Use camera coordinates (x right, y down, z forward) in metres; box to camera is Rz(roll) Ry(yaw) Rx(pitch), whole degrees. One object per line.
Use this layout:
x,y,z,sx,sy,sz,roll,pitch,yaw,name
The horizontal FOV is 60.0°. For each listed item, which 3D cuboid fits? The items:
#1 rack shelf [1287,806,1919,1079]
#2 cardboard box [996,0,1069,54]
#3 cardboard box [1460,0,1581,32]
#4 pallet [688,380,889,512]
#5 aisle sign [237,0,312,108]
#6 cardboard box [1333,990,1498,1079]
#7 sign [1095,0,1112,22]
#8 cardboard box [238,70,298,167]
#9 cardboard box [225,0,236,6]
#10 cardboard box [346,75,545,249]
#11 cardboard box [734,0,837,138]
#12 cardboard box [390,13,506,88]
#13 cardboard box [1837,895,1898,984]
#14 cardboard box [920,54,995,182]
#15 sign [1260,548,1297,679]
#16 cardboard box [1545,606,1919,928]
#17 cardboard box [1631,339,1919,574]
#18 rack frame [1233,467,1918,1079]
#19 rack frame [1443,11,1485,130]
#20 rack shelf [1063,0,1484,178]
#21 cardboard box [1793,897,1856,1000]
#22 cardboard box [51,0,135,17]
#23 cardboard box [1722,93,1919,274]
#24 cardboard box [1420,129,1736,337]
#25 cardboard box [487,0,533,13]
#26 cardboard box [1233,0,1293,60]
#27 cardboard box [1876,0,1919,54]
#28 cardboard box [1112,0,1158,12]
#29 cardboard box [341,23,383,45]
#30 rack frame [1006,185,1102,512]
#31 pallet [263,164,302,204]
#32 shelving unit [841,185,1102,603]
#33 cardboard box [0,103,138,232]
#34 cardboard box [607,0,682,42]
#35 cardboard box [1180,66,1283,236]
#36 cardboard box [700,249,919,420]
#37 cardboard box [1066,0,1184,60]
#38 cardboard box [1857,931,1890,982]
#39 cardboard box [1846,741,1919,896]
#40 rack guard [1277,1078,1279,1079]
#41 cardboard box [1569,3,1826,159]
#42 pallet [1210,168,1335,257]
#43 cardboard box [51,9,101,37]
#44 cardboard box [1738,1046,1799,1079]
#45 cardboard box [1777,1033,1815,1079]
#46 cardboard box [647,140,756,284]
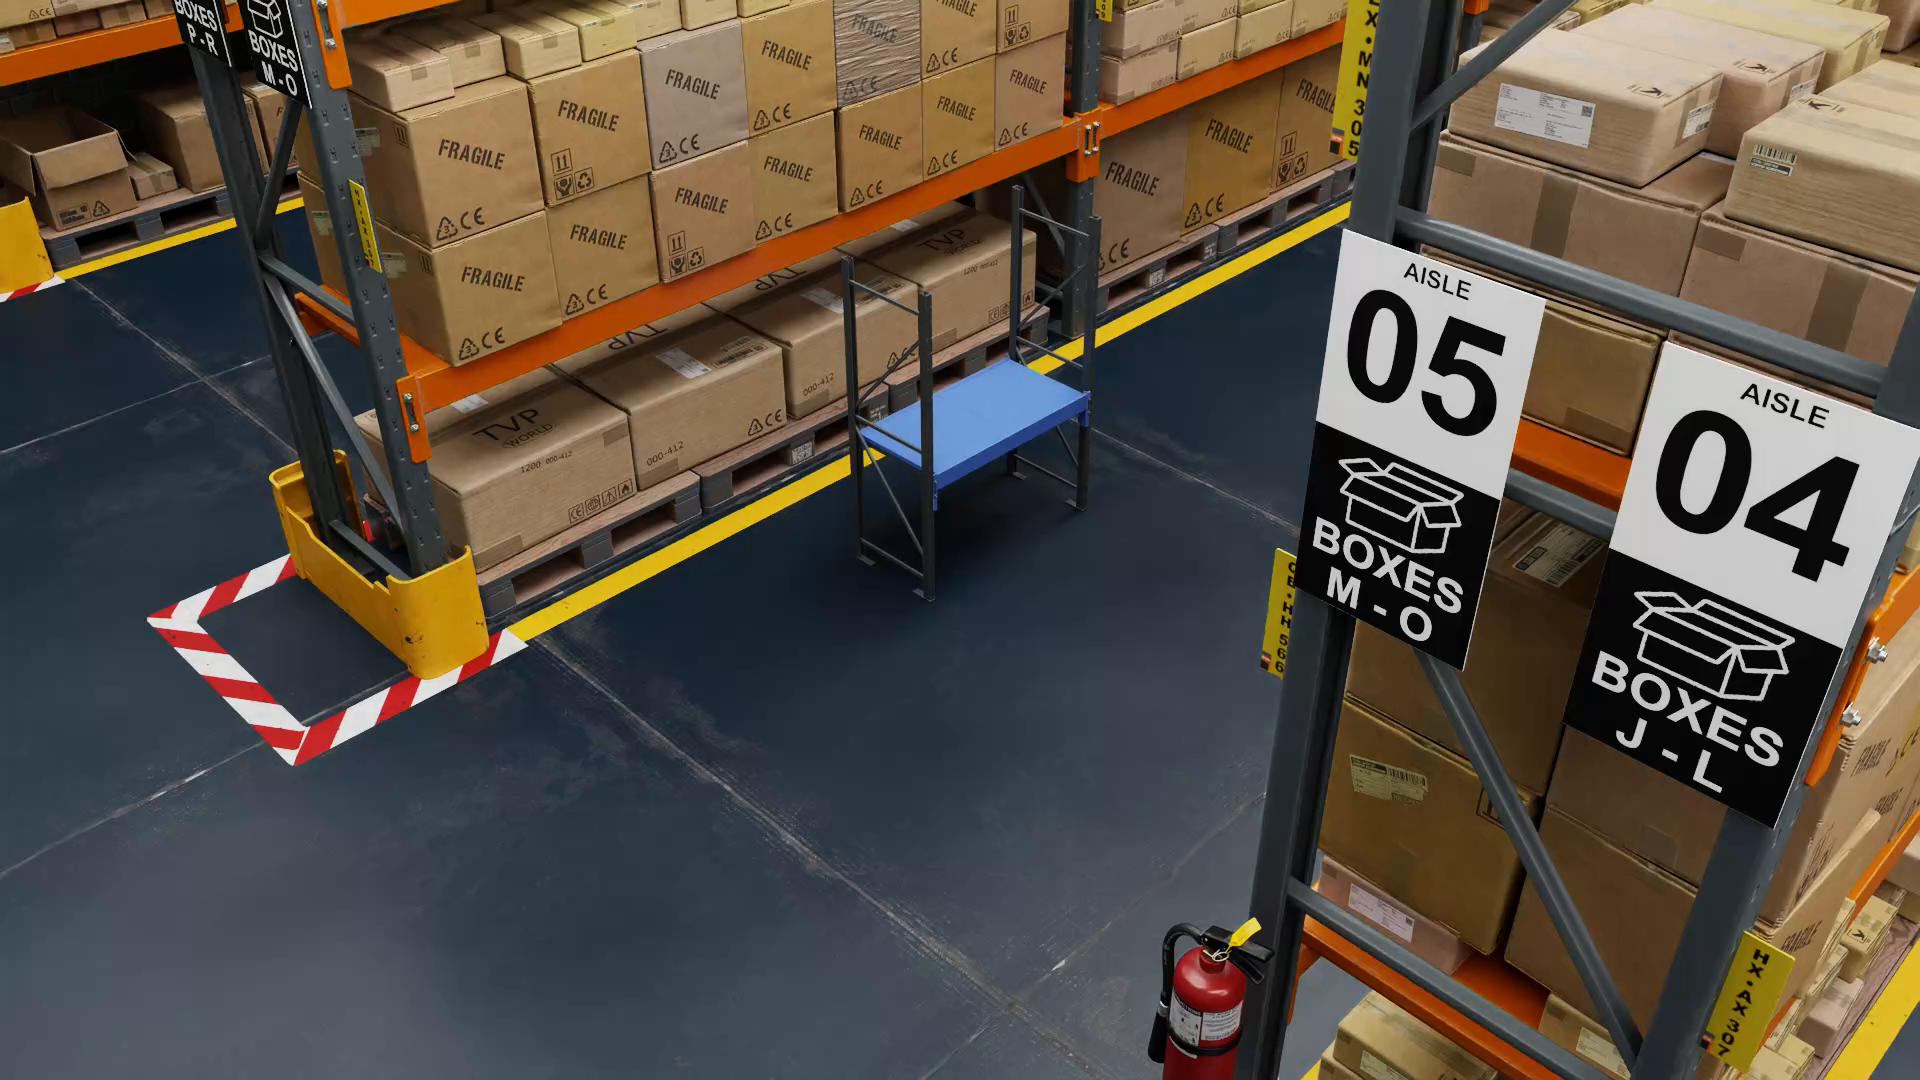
2.496,0.490,5.054,1.077,0.370,4.000,30,45,35,rack shelf
0.185,-2.719,8.066,0.500,0.500,0.500,29,44,35,cardboard box
4.059,-3.817,12.532,0.950,0.372,0.625,29,44,35,cardboard box
-1.129,-0.653,8.501,1.003,0.211,1.213,30,45,35,pallet
-2.342,-1.868,5.533,0.394,0.787,0.004,30,45,35,aisle sign
1.280,1.443,4.664,0.250,0.149,0.380,-29,44,-35,cardboard box
0.717,-2.736,8.224,0.100,0.325,0.005,30,45,35,sign
-4.450,-2.809,10.974,0.500,0.500,0.500,-29,44,-35,cardboard box
-4.652,-3.369,10.178,0.380,0.149,0.250,28,44,34,cardboard box
-1.956,-1.479,6.286,0.500,0.500,0.500,28,44,34,cardboard box
-0.889,-2.106,7.186,0.500,0.500,0.500,-30,45,-35,cardboard box
-1.916,-1.832,6.226,0.250,0.149,0.380,-29,44,-35,cardboard box
2.611,1.142,5.096,0.250,0.149,0.380,-29,44,-35,cardboard box
-0.182,-2.110,8.066,0.500,0.500,0.500,28,44,34,cardboard box
0.708,0.170,3.595,0.100,0.325,0.005,30,45,35,sign
1.592,0.358,3.393,0.500,0.500,0.500,29,44,35,cardboard box
1.585,-0.241,2.983,0.500,0.250,0.500,-28,44,-34,cardboard box
1.087,1.007,3.684,1.000,3.000,0.127,30,45,35,rack frame
3.140,-4.195,11.143,1.000,3.000,0.127,30,45,35,rack frame
1.731,-3.088,10.184,1.077,0.370,4.000,30,45,35,rack shelf
1.926,0.903,4.053,0.380,0.149,0.250,28,44,34,cardboard box
-5.156,-3.287,9.712,0.500,0.250,0.500,-29,44,-35,cardboard box
1.477,-0.570,2.669,0.380,0.149,0.250,29,44,35,cardboard box
1.231,-0.657,3.141,0.500,0.250,0.500,28,44,34,cardboard box
-1.895,-2.228,6.794,0.250,0.149,0.380,-29,44,-35,cardboard box
1.555,-2.994,9.552,0.500,0.250,0.500,29,44,35,cardboard box
1.867,-1.179,3.541,0.380,0.149,0.250,28,44,34,cardboard box
0.836,-3.085,8.590,0.500,0.500,0.500,-29,44,-35,cardboard box
-2.386,-1.891,6.311,0.250,0.149,0.380,-29,44,-35,cardboard box
0.418,-0.856,7.667,0.500,1.500,0.032,30,45,35,rack frame
-4.548,-2.650,11.366,1.003,0.211,1.213,30,45,35,pallet
0.060,-0.650,7.371,0.538,1.500,1.048,30,45,35,shelving unit
-5.524,-2.305,10.248,0.797,0.503,0.637,28,43,34,cardboard box
-1.331,-2.133,6.658,0.250,0.149,0.380,-29,44,-35,cardboard box
1.333,-2.526,10.240,0.875,0.875,0.875,-29,44,-34,cardboard box
-0.827,-1.117,8.602,0.875,0.438,0.875,28,44,34,cardboard box
0.832,-2.780,8.808,0.500,0.250,0.500,28,44,34,cardboard box
2.764,1.287,5.408,0.380,0.149,0.250,30,45,35,cardboard box
1.959,0.545,3.999,0.500,0.500,0.500,30,45,35,cardboard box
1.141,2.001,4.444,1.175,0.500,0.348,30,45,35,rack guard
1.341,-0.853,3.075,0.250,0.149,0.380,-29,44,-35,cardboard box
1.671,-2.269,10.818,1.003,0.211,1.213,30,45,35,pallet
-5.289,-3.109,9.805,0.380,0.149,0.250,29,44,35,cardboard box
2.075,1.473,4.621,0.380,0.149,0.250,29,44,35,cardboard box
2.239,1.489,4.858,0.250,0.149,0.380,-28,44,-34,cardboard box
-1.247,-1.483,7.167,0.500,0.500,0.500,29,44,35,cardboard box
